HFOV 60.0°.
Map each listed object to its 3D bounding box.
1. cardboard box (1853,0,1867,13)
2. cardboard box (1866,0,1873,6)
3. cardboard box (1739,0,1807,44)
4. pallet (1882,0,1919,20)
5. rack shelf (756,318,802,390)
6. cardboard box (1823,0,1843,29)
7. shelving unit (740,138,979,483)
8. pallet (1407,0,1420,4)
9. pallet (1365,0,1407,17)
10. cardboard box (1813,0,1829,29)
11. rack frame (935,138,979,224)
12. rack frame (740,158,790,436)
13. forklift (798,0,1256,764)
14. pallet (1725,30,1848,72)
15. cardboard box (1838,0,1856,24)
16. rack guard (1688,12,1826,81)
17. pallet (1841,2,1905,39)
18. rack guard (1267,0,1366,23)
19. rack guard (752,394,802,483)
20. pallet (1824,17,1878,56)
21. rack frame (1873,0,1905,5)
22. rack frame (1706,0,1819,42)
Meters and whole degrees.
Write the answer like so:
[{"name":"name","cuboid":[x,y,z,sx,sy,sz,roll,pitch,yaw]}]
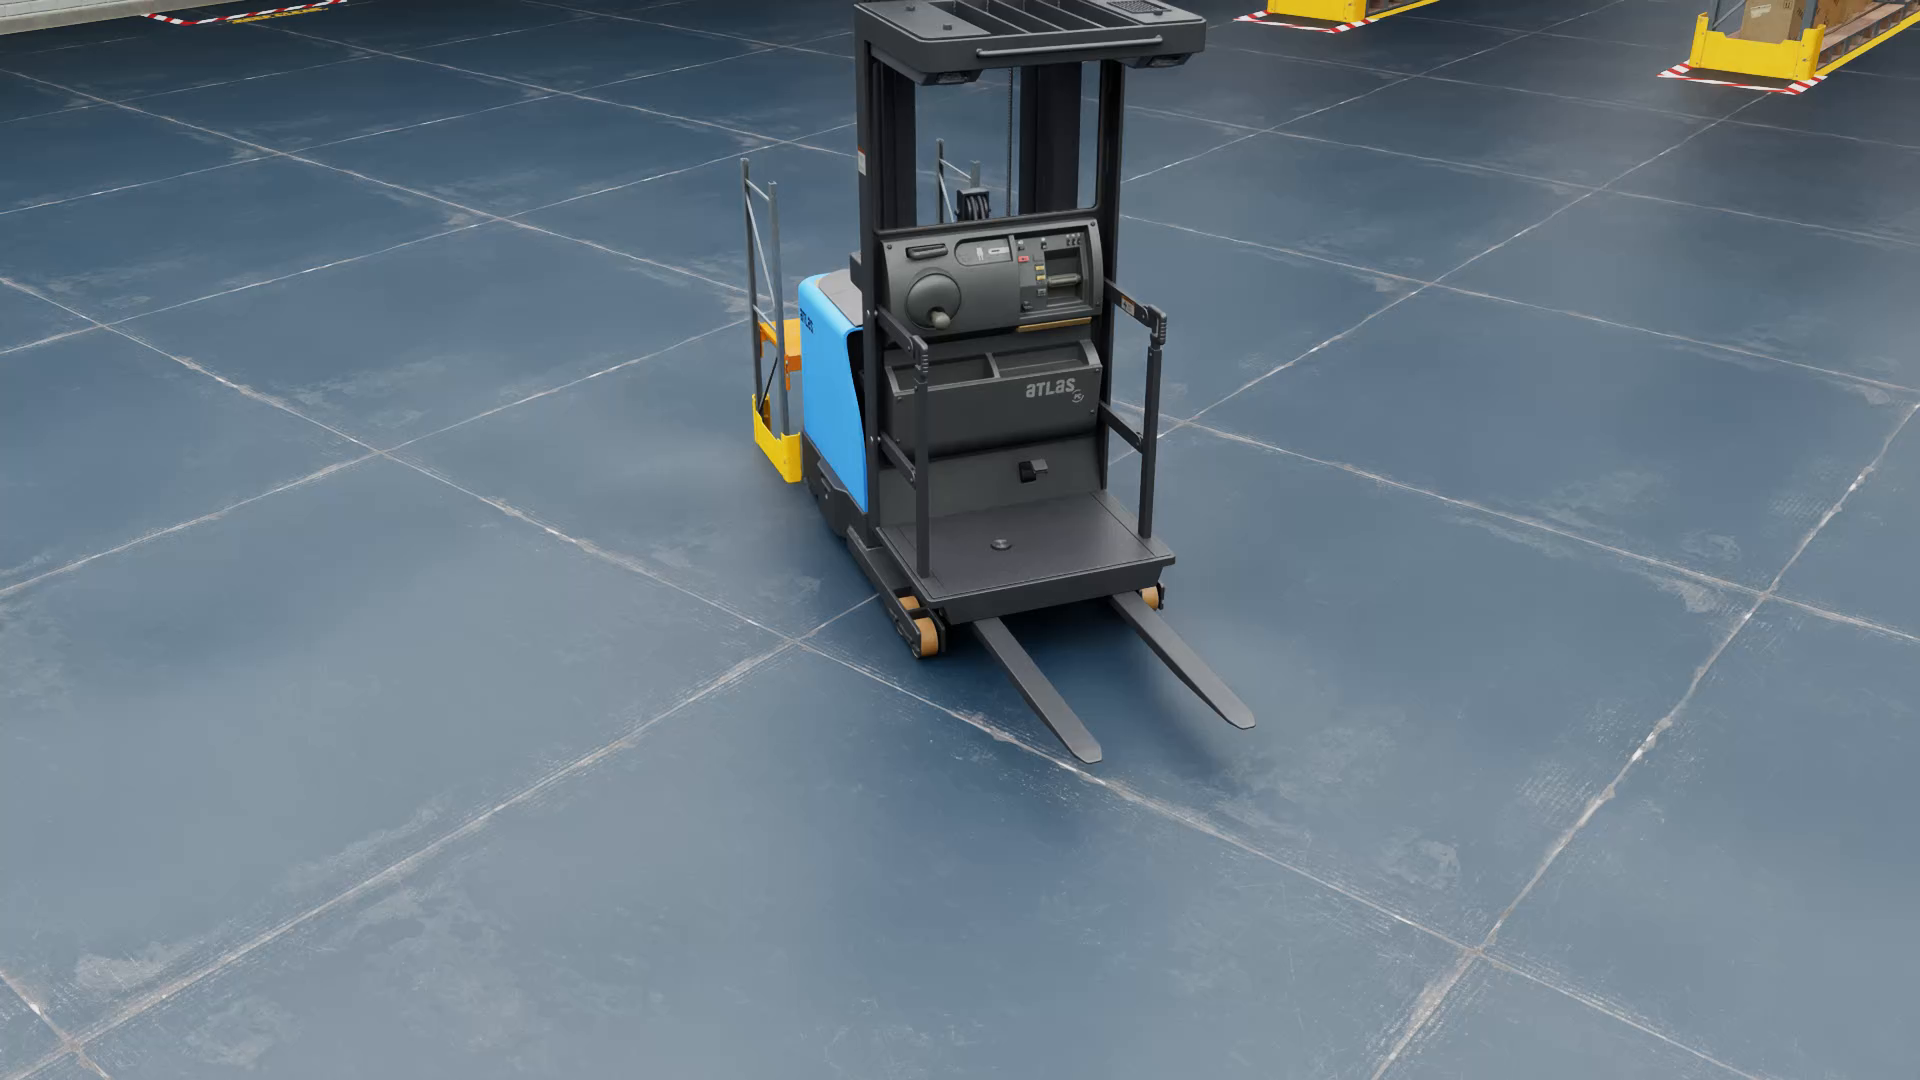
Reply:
[{"name":"cardboard box","cuboid":[9.953,-6.273,18.874,0.500,0.500,0.500,-16,31,-28]},{"name":"cardboard box","cuboid":[10.312,-6.478,19.271,0.500,0.500,0.500,20,33,33]},{"name":"cardboard box","cuboid":[8.463,-5.406,17.199,0.500,0.500,0.500,-21,34,-35]},{"name":"pallet","cuboid":[11.091,-6.570,20.220,1.003,0.211,1.213,21,34,34]},{"name":"rack shelf","cuboid":[-0.485,-1.009,8.459,1.000,0.185,0.538,-11,29,-20]},{"name":"cardboard box","cuboid":[9.230,-5.845,18.047,0.500,0.500,0.500,25,36,39]},{"name":"shelving unit","cuboid":[-0.477,-1.170,8.379,1.083,1.500,0.587,-11,29,-20]},{"name":"pallet","cuboid":[5.540,-7.080,21.207,1.003,0.211,1.213,21,34,34]},{"name":"pallet","cuboid":[4.764,-6.650,20.374,1.003,0.211,1.213,21,34,34]},{"name":"cardboard box","cuboid":[8.817,-5.628,17.628,0.500,0.500,0.500,-18,32,-31]},{"name":"rack frame","cuboid":[-0.016,-1.259,8.551,0.032,1.500,0.500,-11,29,-20]},{"name":"rack frame","cuboid":[-0.954,-1.078,8.202,0.032,1.500,0.500,-11,29,-20]},{"name":"forklift","cuboid":[0.220,-1.034,6.559,1.130,2.935,3.031,-10,29,-18]},{"name":"pallet","cuboid":[8.645,-5.180,17.533,1.003,0.211,1.213,21,34,34]},{"name":"cardboard box","cuboid":[9.619,-6.029,18.404,0.500,0.500,0.500,17,32,30]},{"name":"rack guard","cuboid":[8.101,-5.030,16.929,1.175,0.500,0.348,21,34,34]},{"name":"pallet","cuboid":[10.197,-6.045,19.205,1.003,0.211,1.213,21,34,34]},{"name":"rack guard","cuboid":[4.243,-6.491,19.754,1.175,0.500,0.348,21,34,34]},{"name":"rack guard","cuboid":[-0.936,-0.526,8.495,0.087,0.250,0.587,-11,29,-20]},{"name":"pallet","cuboid":[9.421,-5.610,18.365,1.003,0.211,1.213,21,34,34]},{"name":"rack frame","cuboid":[10.597,-7.532,19.044,1.000,3.000,0.127,21,34,34]},{"name":"rack frame","cuboid":[8.053,-6.113,16.303,1.000,3.000,0.127,21,34,34]}]
